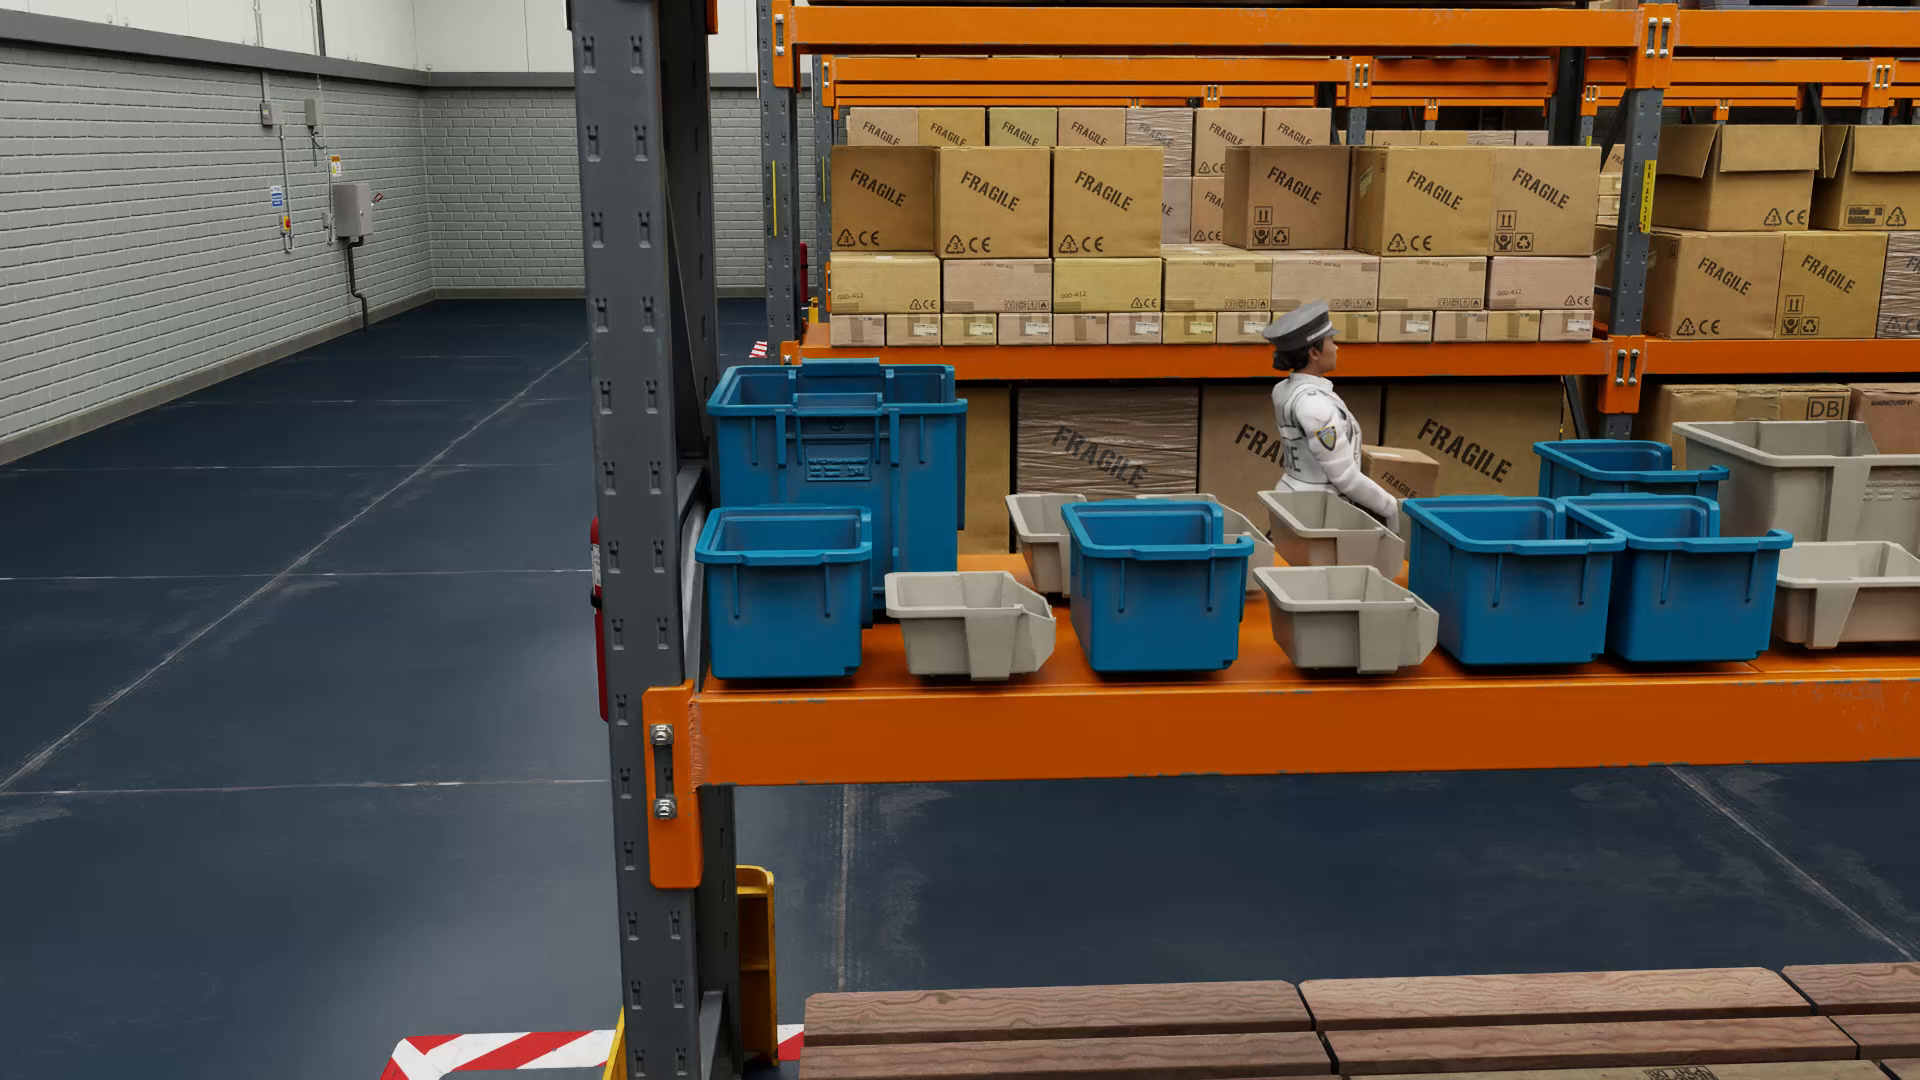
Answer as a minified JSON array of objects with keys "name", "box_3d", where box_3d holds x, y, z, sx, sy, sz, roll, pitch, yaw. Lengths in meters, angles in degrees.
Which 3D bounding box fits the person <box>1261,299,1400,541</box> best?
[{"name":"person","box_3d":[1.359,-0.030,6.062,0.564,1.686,0.460,-1,14,-3]}]
